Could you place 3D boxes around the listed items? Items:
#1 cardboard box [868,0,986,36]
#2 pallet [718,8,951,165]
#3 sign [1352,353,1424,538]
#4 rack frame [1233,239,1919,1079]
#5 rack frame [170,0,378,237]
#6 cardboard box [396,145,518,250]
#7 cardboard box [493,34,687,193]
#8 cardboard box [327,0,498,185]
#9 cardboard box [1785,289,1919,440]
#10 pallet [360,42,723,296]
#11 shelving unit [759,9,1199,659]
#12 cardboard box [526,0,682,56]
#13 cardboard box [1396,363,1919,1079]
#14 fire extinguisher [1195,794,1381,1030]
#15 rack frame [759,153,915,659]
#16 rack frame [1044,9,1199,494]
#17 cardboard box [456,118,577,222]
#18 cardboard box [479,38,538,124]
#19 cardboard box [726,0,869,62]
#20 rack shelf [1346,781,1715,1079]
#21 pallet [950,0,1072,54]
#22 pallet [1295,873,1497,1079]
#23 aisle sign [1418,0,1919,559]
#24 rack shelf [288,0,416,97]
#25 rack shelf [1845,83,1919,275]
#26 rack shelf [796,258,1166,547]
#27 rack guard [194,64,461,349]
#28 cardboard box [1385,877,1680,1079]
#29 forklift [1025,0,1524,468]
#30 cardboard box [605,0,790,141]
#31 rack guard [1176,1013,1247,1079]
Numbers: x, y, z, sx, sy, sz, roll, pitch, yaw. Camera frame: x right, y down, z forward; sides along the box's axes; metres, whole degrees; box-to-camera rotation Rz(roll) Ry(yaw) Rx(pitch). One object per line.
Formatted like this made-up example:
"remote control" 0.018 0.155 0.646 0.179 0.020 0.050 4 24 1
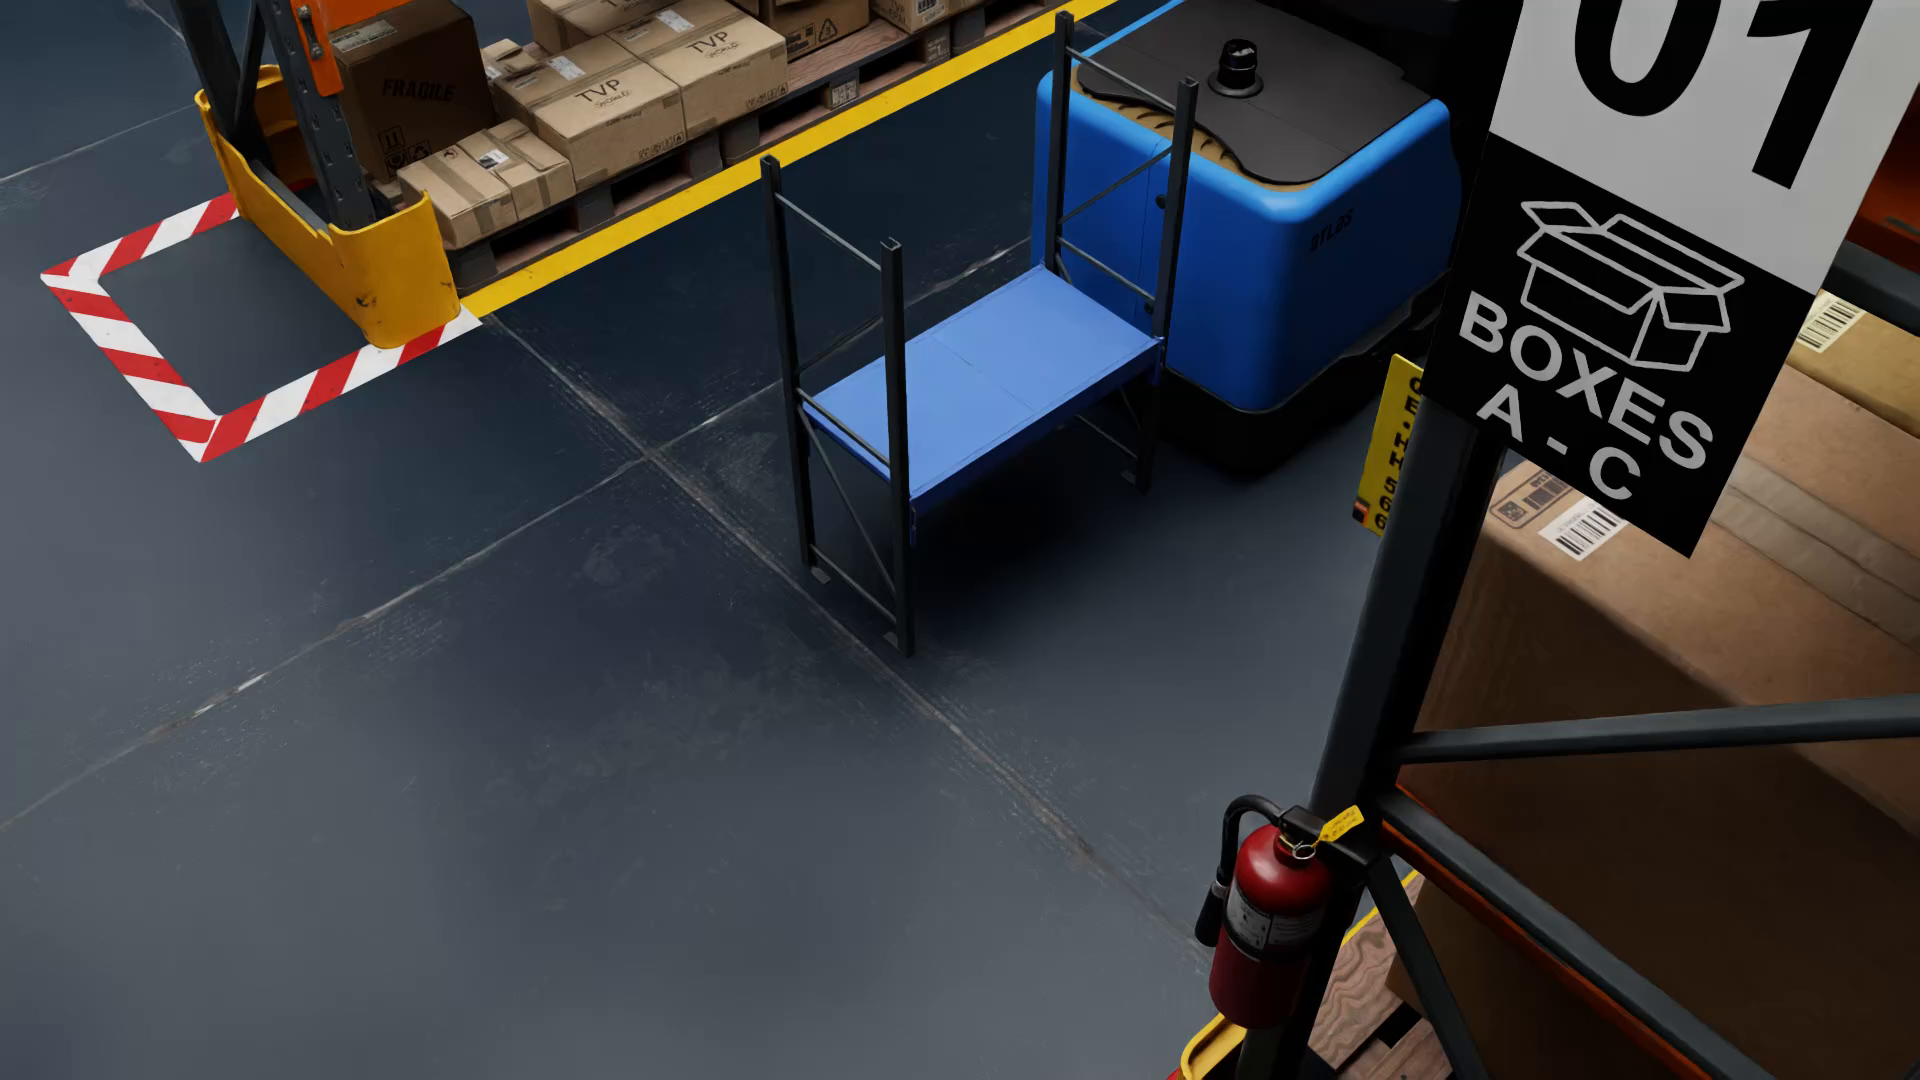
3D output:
"cardboard box" -0.180 -2.444 6.994 0.500 0.311 0.500 -34 56 -27
"pallet" -0.806 -2.122 7.064 1.213 0.211 1.003 -34 56 -27
"sign" 0.627 -0.118 2.369 0.005 0.325 0.100 -34 56 -27
"rack frame" 0.979 0.655 2.605 0.053 2.616 0.949 -34 56 -27
"rack frame" -2.354 -2.035 5.087 0.127 3.000 1.000 -34 56 -27
"cardboard box" -1.813 -1.238 5.992 0.250 0.149 0.380 -34 56 -27
"cardboard box" -1.391 -1.614 6.270 0.500 0.250 0.500 -34 56 -27
"cardboard box" -2.117 -1.740 6.216 0.500 0.500 0.500 -34 56 -27
"cardboard box" 1.883 -0.069 3.068 0.700 0.700 0.980 -34 56 -27
"pallet" -1.708 -1.522 6.511 1.213 0.211 1.003 -34 56 -27
"shelving unit" 0.063 -0.551 4.738 1.048 1.500 0.538 -34 56 -27
"cardboard box" -1.394 -2.108 6.726 0.500 0.250 0.500 -34 56 -27
"cardboard box" 1.352 0.297 2.731 0.700 0.700 0.980 -31 55 -26
"fire extinguisher" 0.559 0.633 2.931 0.183 0.674 0.296 -34 56 -27
"rack frame" -0.313 -0.299 4.506 0.032 1.500 0.500 -34 56 -27
"rack frame" 0.439 -0.802 4.970 0.032 1.500 0.500 -34 56 -27
"cardboard box" -1.628 -1.367 6.099 0.250 0.166 0.380 -34 56 -27
"cardboard box" -1.757 -1.778 6.478 0.250 0.166 0.380 -34 56 -27
"cardboard box" -0.781 -2.384 6.808 0.637 0.503 0.797 -34 56 -27
"rack shelf" 2.461 -0.088 3.780 4.000 0.370 1.077 -34 56 -27
"pallet" 0.097 -2.728 7.624 1.213 0.211 1.003 -34 56 -27
"pallet" 1.520 1.164 4.032 1.213 0.211 1.003 -34 56 -27
"aisle sign" 0.726 -0.353 1.766 0.004 0.787 0.394 -34 56 -27
"rack shelf" -0.874 -2.780 6.264 4.000 0.370 1.077 -34 56 -27
"rack shelf" 2.461 -1.106 2.678 4.000 0.370 1.077 -34 56 -27
"rack shelf" 0.063 -0.429 4.870 1.000 0.185 0.538 -34 56 -27
"rack guard" -2.298 -1.225 6.040 0.348 0.500 1.175 -34 56 -27
"cardboard box" 1.432 0.961 3.737 0.500 0.500 0.700 -34 56 -27
"forklift" 1.609 -2.210 5.295 1.130 2.935 3.031 36 57 28
"cardboard box" -1.021 -1.861 6.498 0.500 0.250 0.500 -34 56 -27
"rack guard" 0.964 1.516 3.511 0.348 0.500 1.175 -34 56 -27
